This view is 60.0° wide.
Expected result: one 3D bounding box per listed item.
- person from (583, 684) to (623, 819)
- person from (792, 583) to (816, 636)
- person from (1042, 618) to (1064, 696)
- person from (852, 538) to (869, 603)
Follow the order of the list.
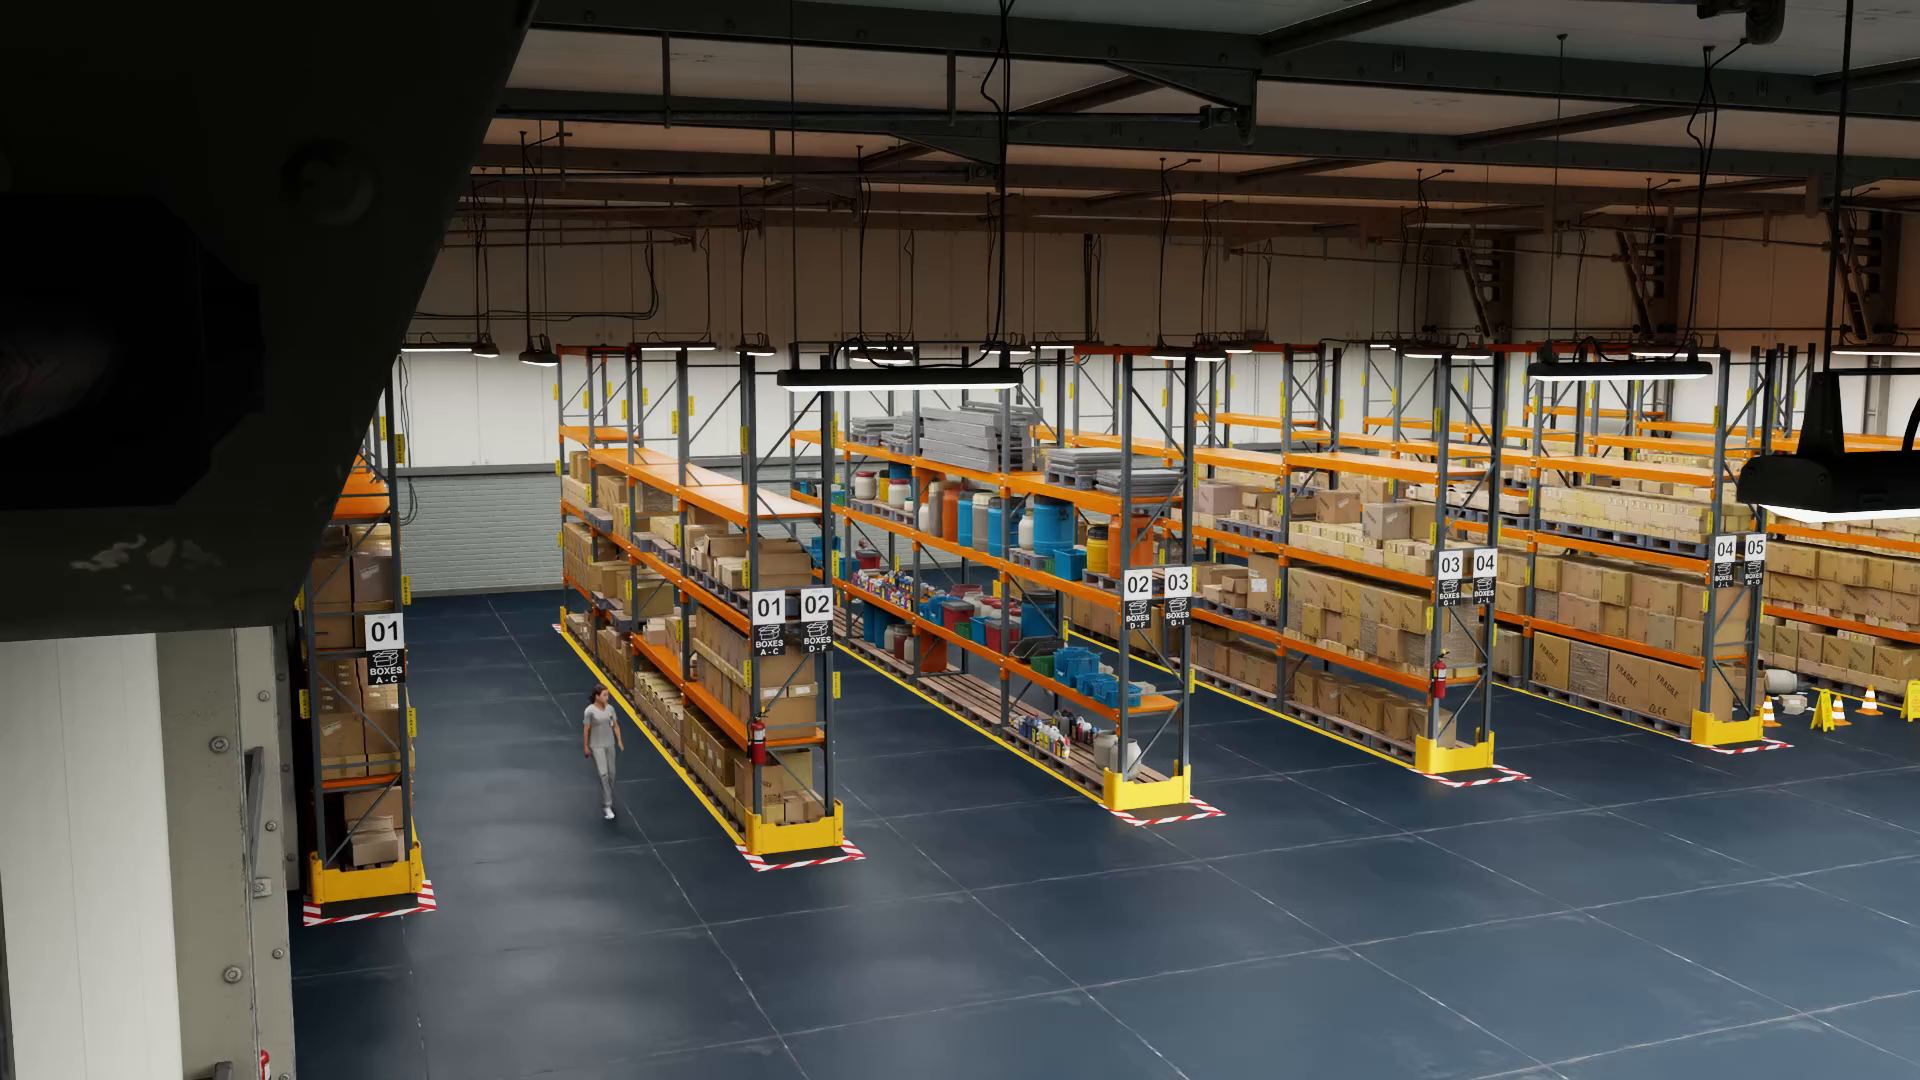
[{"bbox_3d":[-4.625,2.752,21.811,0.462,1.687,0.690,-7,10,-42],"label":"person"},{"bbox_3d":[-3.104,1.423,32.325,0.713,1.631,0.692,-1,7,-10],"label":"person"},{"bbox_3d":[1.504,1.726,27.825,0.582,1.678,0.636,-3,8,-23],"label":"person"},{"bbox_3d":[-2.119,0.713,38.016,0.952,1.529,0.425,3,8,24],"label":"person"}]
